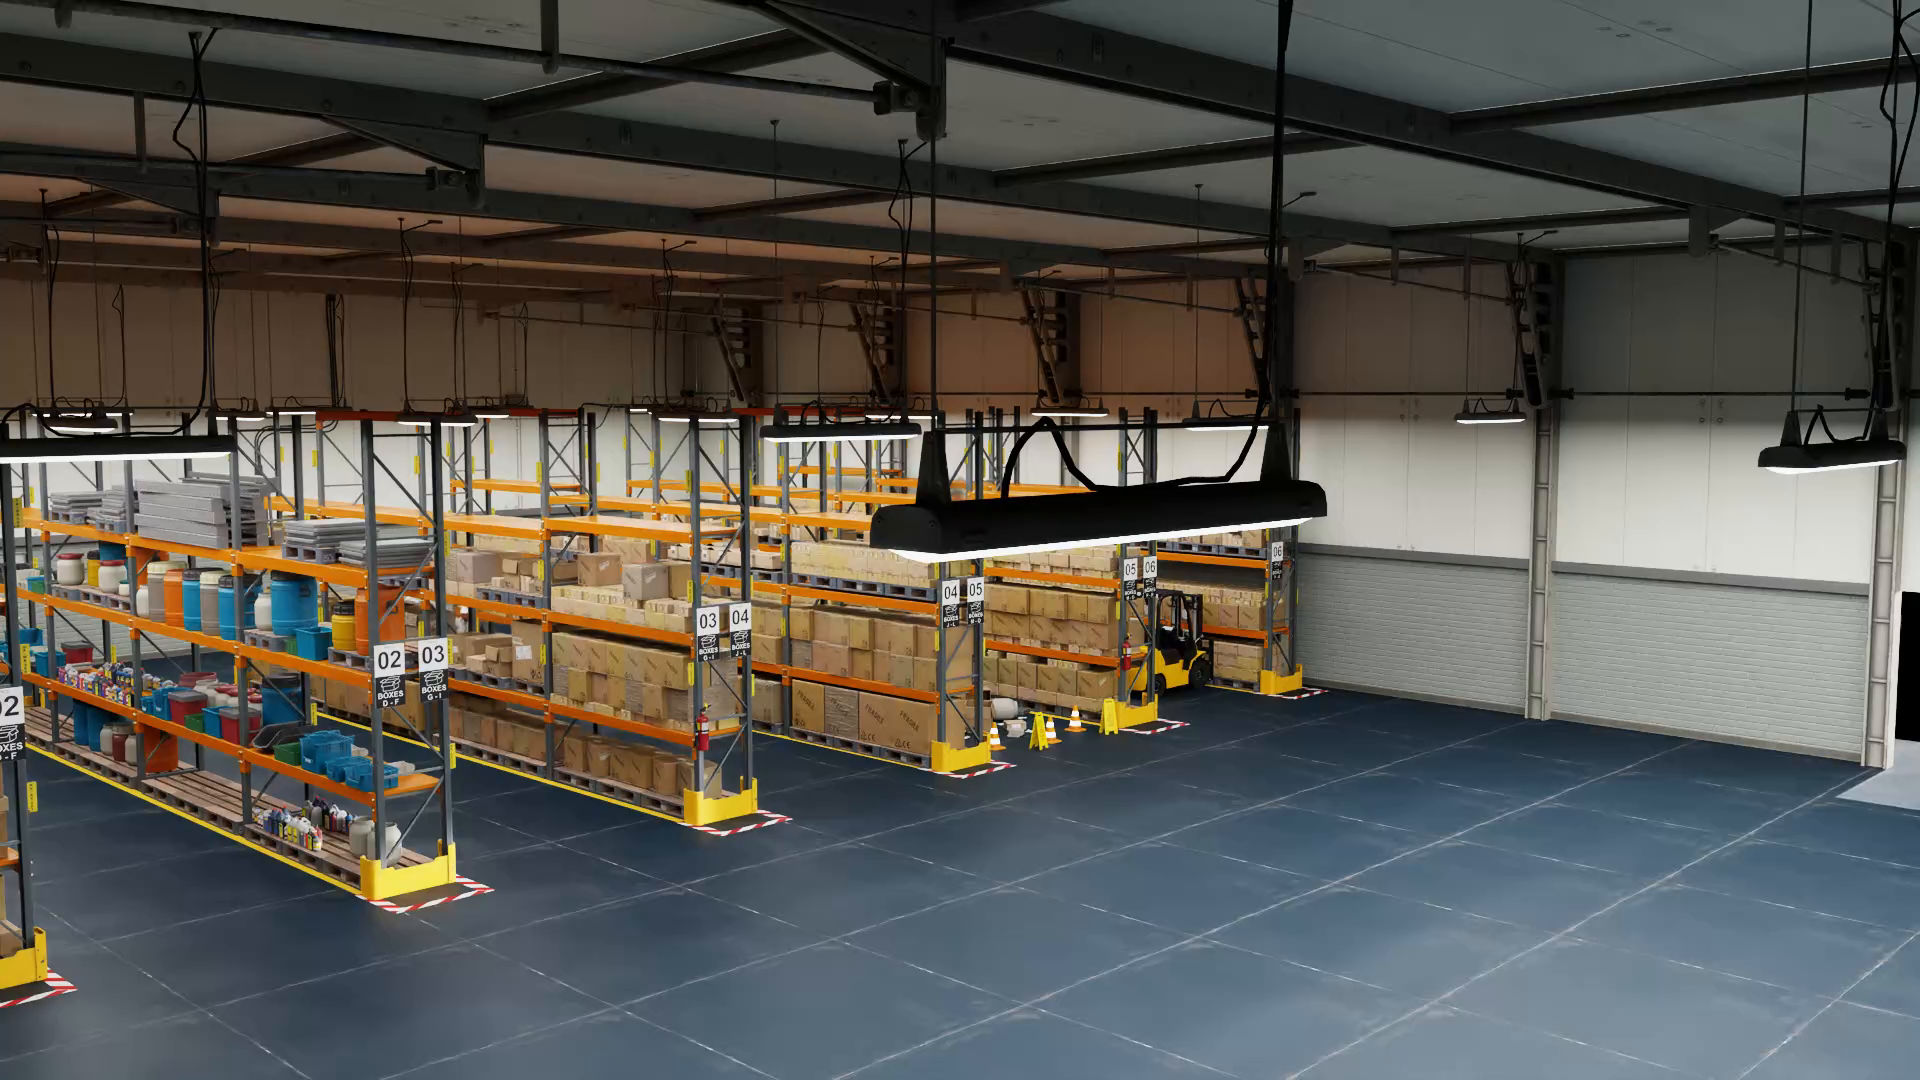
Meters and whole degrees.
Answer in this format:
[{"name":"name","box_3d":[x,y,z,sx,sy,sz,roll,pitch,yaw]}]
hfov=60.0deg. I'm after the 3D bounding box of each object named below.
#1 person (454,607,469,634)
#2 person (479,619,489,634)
[{"name":"person","box_3d":[-10.934,2.290,36.307,0.919,1.730,0.660,4,6,36]},{"name":"person","box_3d":[-11.757,1.874,40.734,0.751,1.799,0.704,1,5,11]}]
